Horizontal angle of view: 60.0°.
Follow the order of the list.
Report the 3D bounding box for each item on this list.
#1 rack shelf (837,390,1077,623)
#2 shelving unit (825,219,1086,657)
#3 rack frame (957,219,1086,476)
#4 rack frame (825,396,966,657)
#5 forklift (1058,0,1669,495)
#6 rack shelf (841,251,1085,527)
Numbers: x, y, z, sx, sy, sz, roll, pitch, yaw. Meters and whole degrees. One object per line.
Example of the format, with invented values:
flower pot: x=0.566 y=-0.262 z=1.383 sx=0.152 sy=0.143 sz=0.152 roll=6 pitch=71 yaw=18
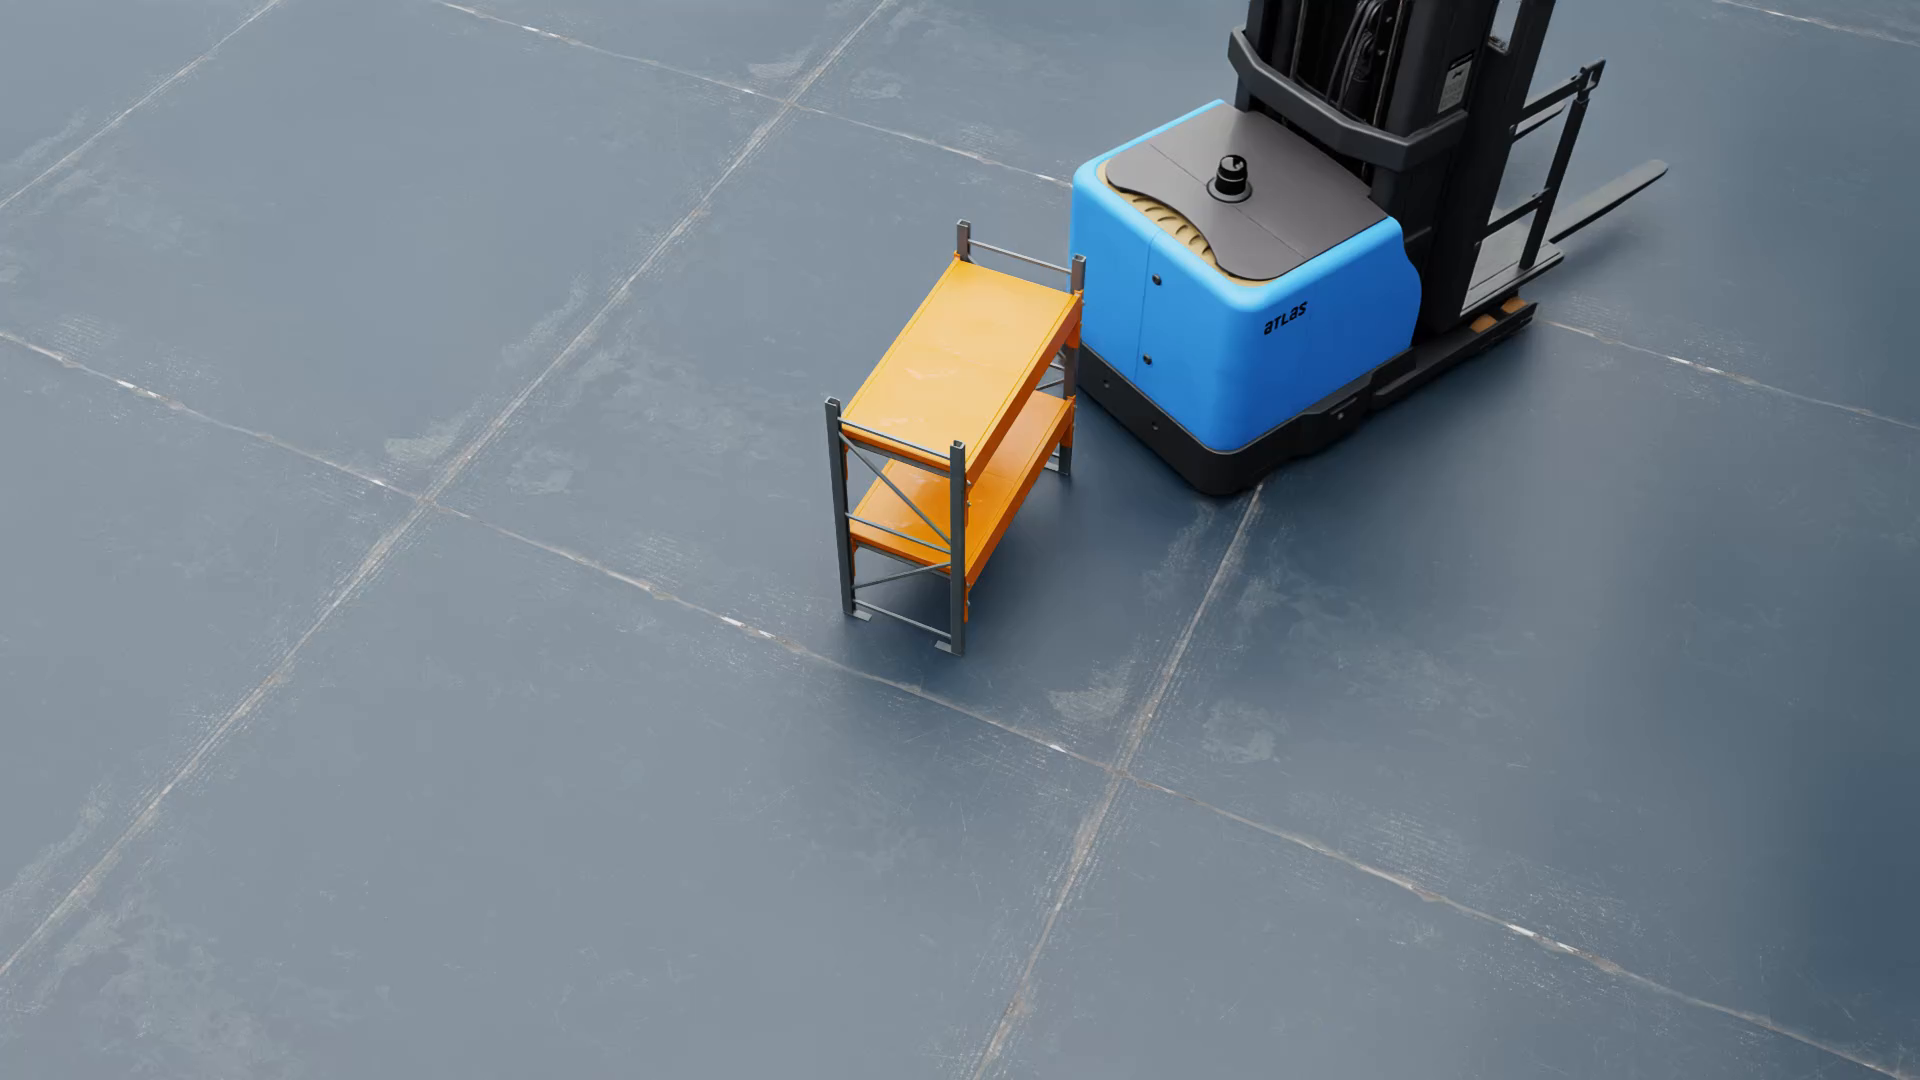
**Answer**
rack shelf: x=0.003 y=-0.211 z=6.327 sx=0.538 sy=0.278 sz=1.000 roll=20 pitch=52 yaw=16
shelving unit: x=0.003 y=-0.369 z=6.141 sx=0.538 sy=1.125 sz=1.048 roll=20 pitch=52 yaw=16
rack frame: x=0.220 y=-0.719 z=6.439 sx=0.500 sy=1.125 sz=0.032 roll=20 pitch=52 yaw=16
rack frame: x=-0.214 y=-0.019 z=5.843 sx=0.500 sy=1.125 sz=0.032 roll=20 pitch=52 yaw=16
forklift: x=1.902 y=-2.061 z=6.394 sx=3.031 sy=2.935 sz=1.130 roll=-30 pitch=56 yaw=-23
rack shelf: x=0.003 y=-0.559 z=5.918 sx=0.538 sy=0.278 sz=1.000 roll=20 pitch=52 yaw=16
